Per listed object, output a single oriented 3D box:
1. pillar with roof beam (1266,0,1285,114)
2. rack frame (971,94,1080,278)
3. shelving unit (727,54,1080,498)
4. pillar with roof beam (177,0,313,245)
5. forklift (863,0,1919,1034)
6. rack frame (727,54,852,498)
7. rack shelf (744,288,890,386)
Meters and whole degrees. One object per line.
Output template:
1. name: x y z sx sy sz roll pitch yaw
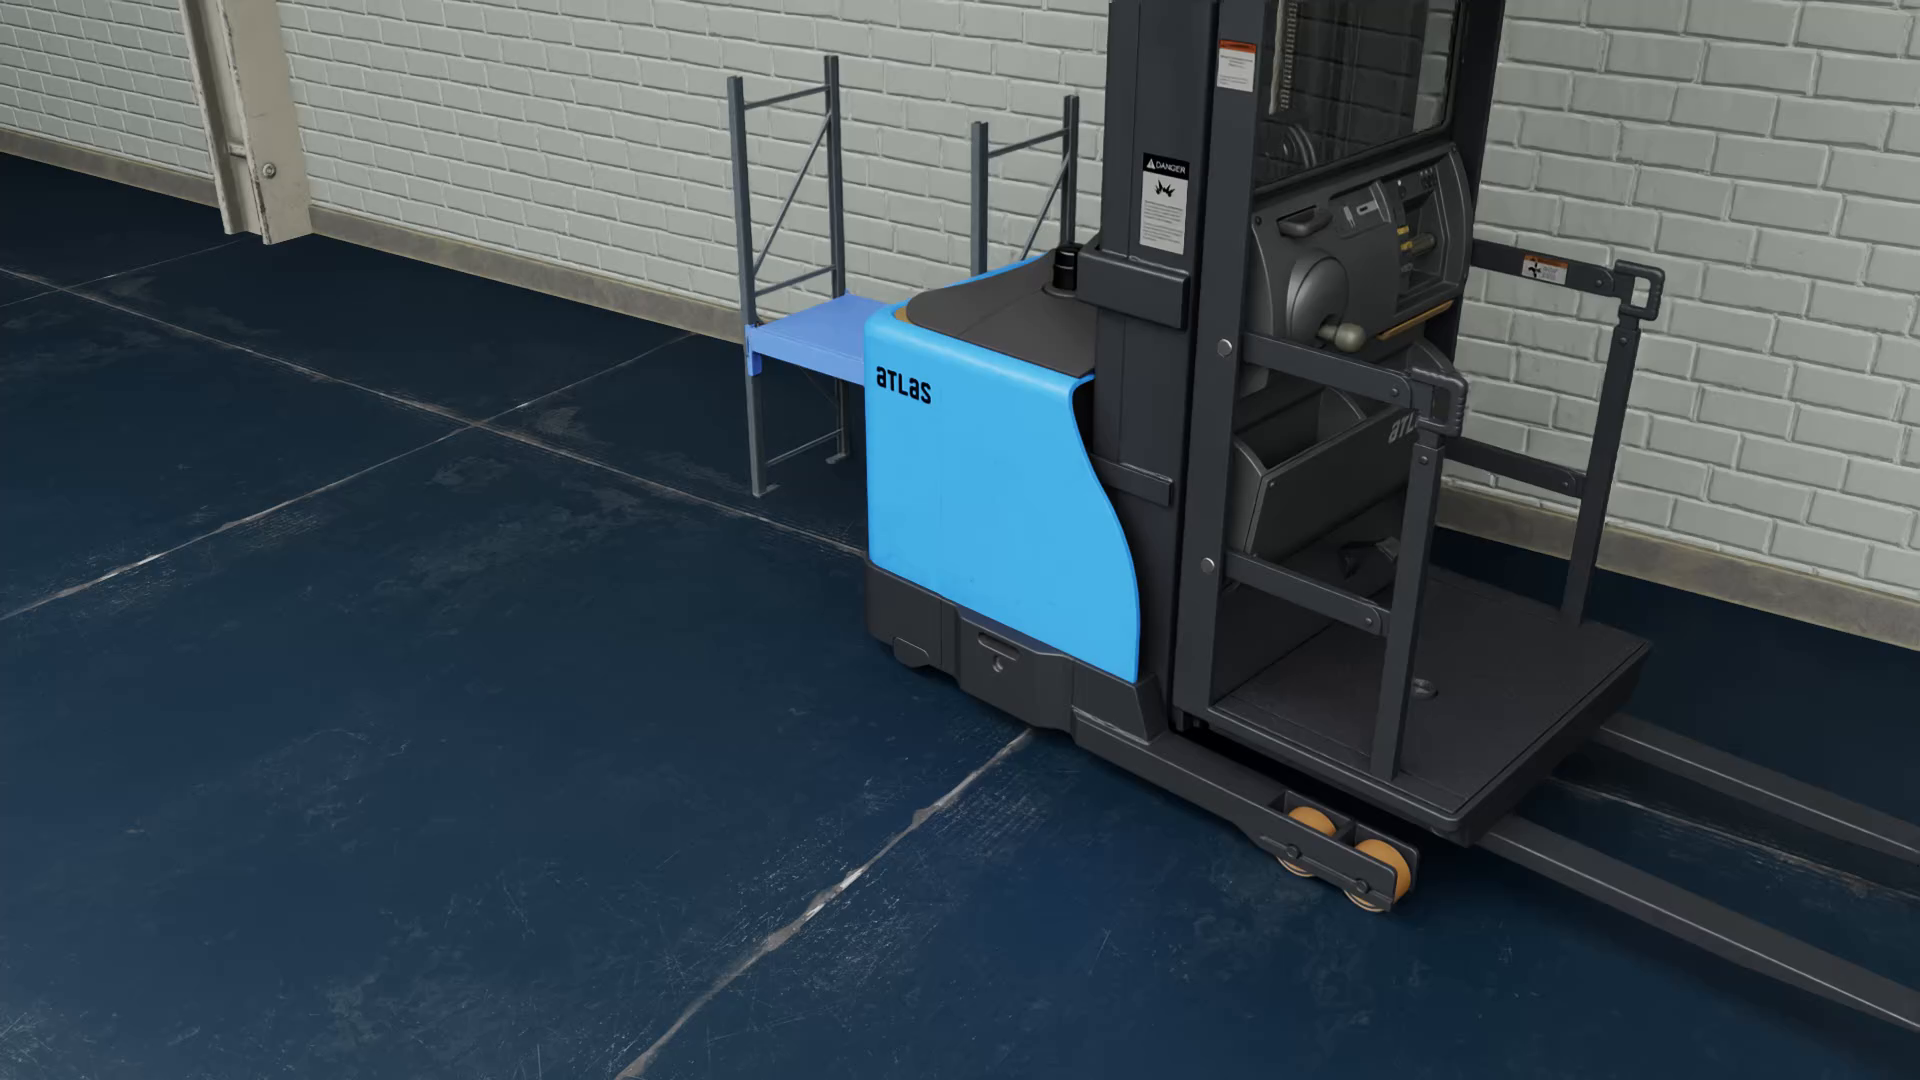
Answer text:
1. pillar with roof beam: -1.235 -2.534 0.808 0.400 9.000 9.100 17 32 30
2. rack frame: 0.201 -0.623 5.321 0.032 1.500 0.500 20 33 34
3. shelving unit: -0.193 -0.769 5.607 1.048 1.500 0.538 20 33 34
4. pillar with roof beam: -6.180 -4.075 3.836 0.400 9.000 9.100 17 32 30
5. forklift: 1.132 -0.683 3.861 3.031 2.935 1.130 23 35 38
6. rack frame: -0.587 -0.914 5.893 0.032 1.500 0.500 20 33 34
7. rack shelf: -0.193 -0.608 5.688 1.000 0.185 0.538 20 33 34
